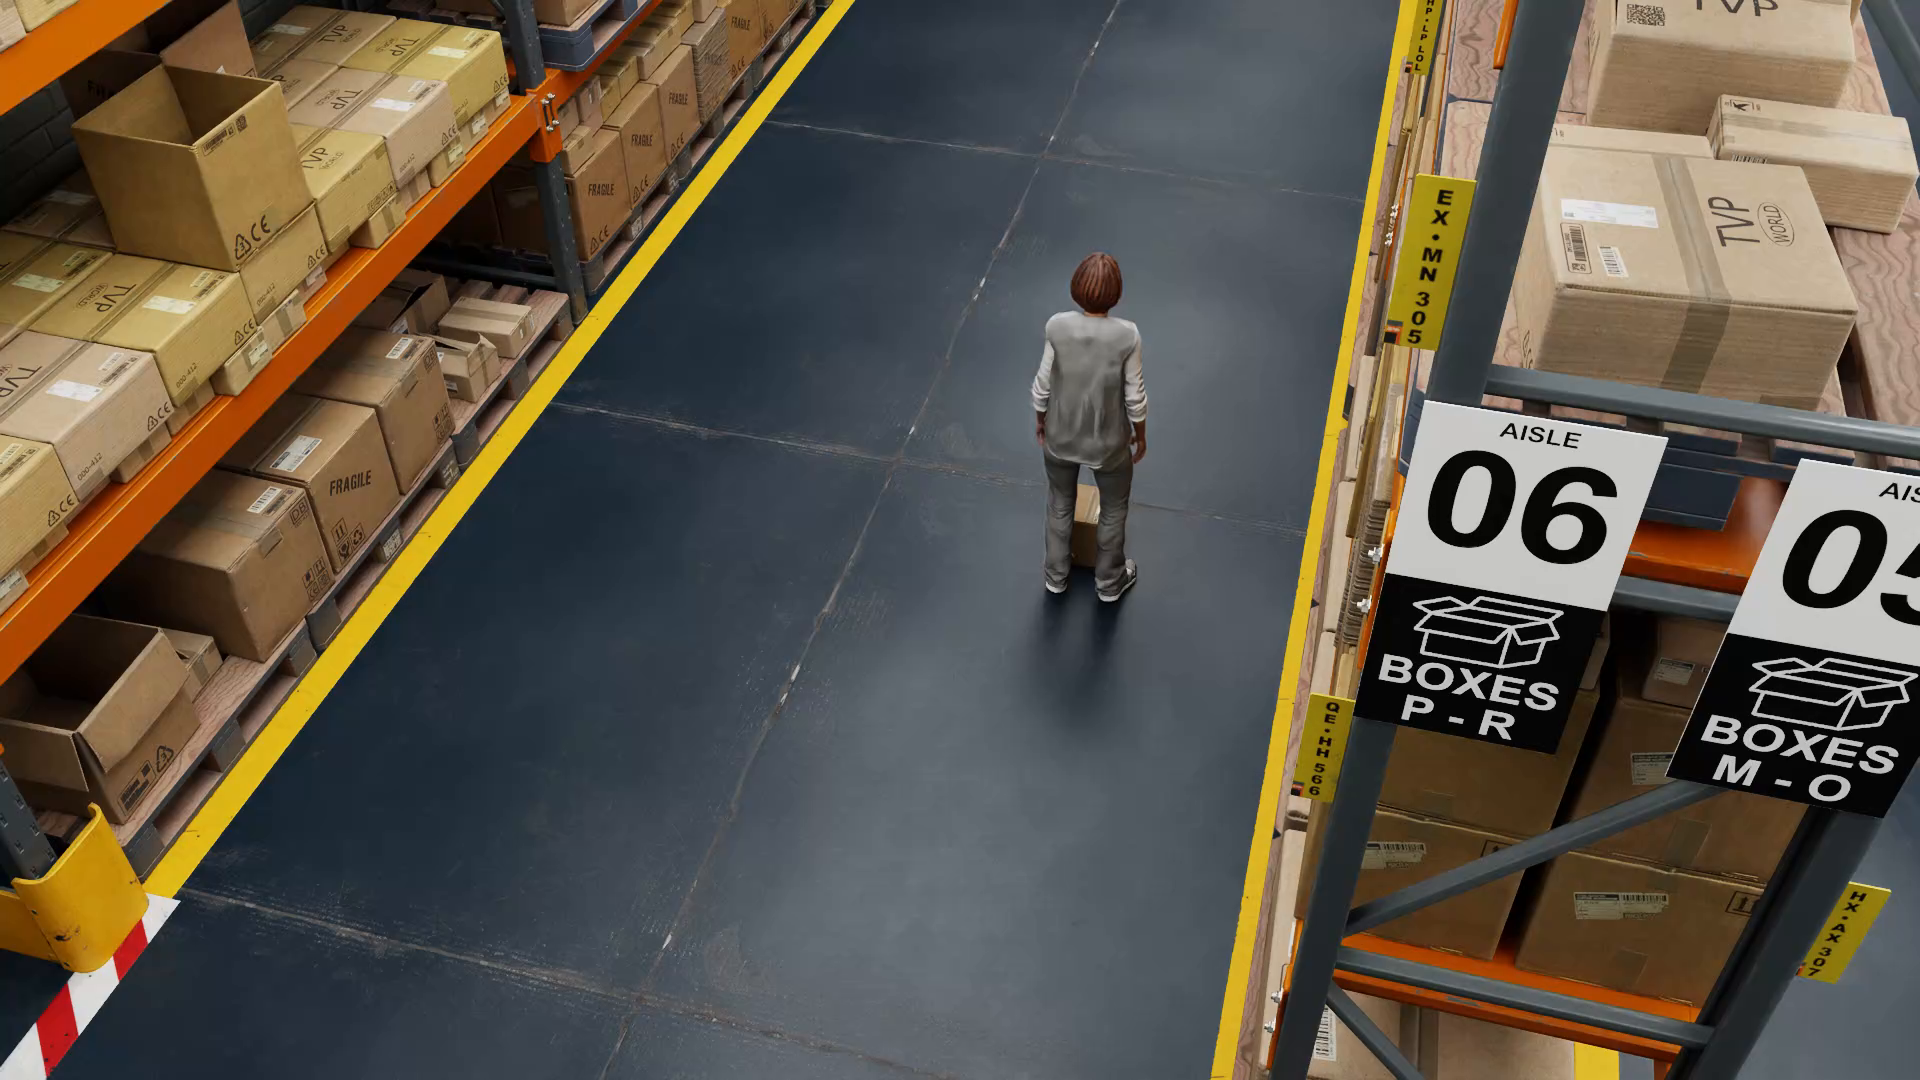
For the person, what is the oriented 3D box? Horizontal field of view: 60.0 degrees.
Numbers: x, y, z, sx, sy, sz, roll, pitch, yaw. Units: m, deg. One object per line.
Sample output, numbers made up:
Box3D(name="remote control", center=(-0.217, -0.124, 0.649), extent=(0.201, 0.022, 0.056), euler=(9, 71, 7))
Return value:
Box3D(name="person", center=(0.512, -0.408, 6.627), extent=(0.460, 1.592, 0.343), euler=(11, 43, 12))
